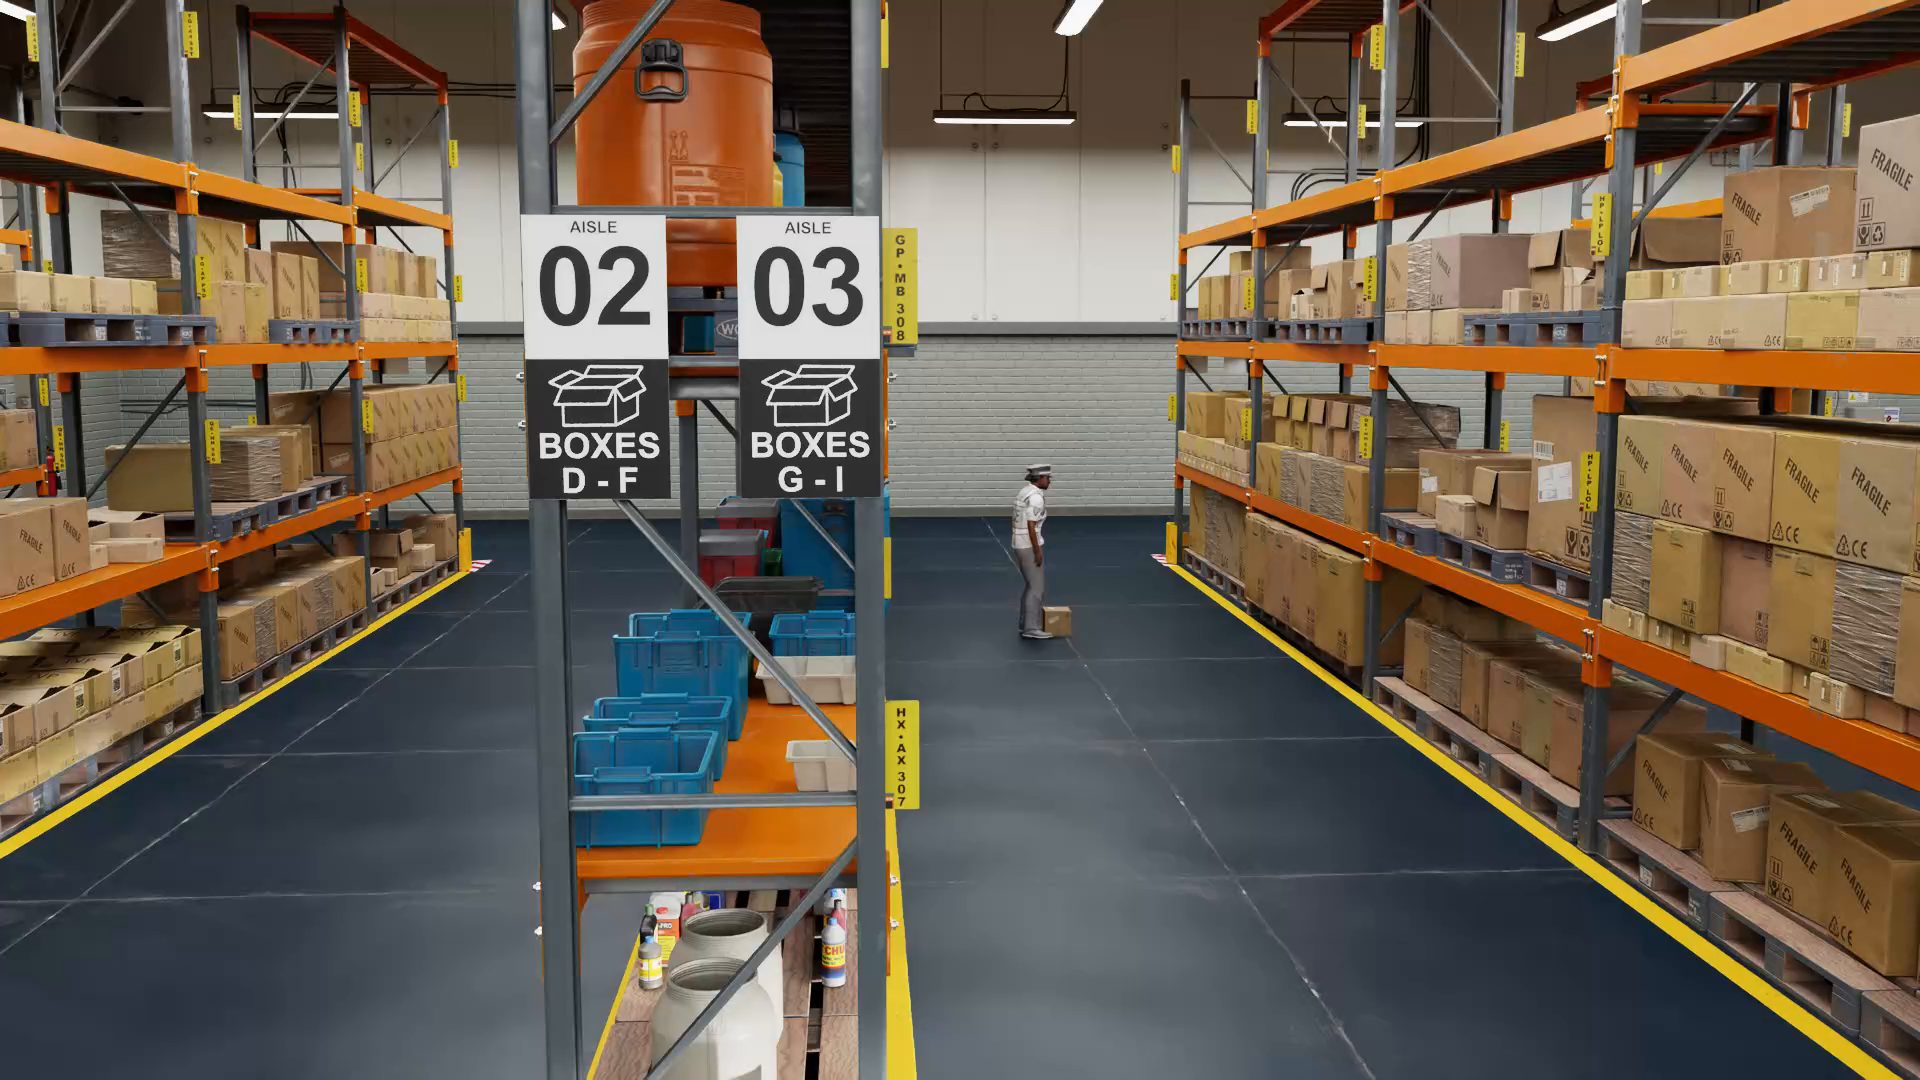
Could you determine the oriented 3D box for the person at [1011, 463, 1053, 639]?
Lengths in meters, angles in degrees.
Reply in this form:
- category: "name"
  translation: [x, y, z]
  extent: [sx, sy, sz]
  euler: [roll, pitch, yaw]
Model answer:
- category: "person"
  translation: [0.700, 0.096, 15.975]
  extent: [0.396, 1.657, 0.520]
  euler: [-1, 7, -7]
